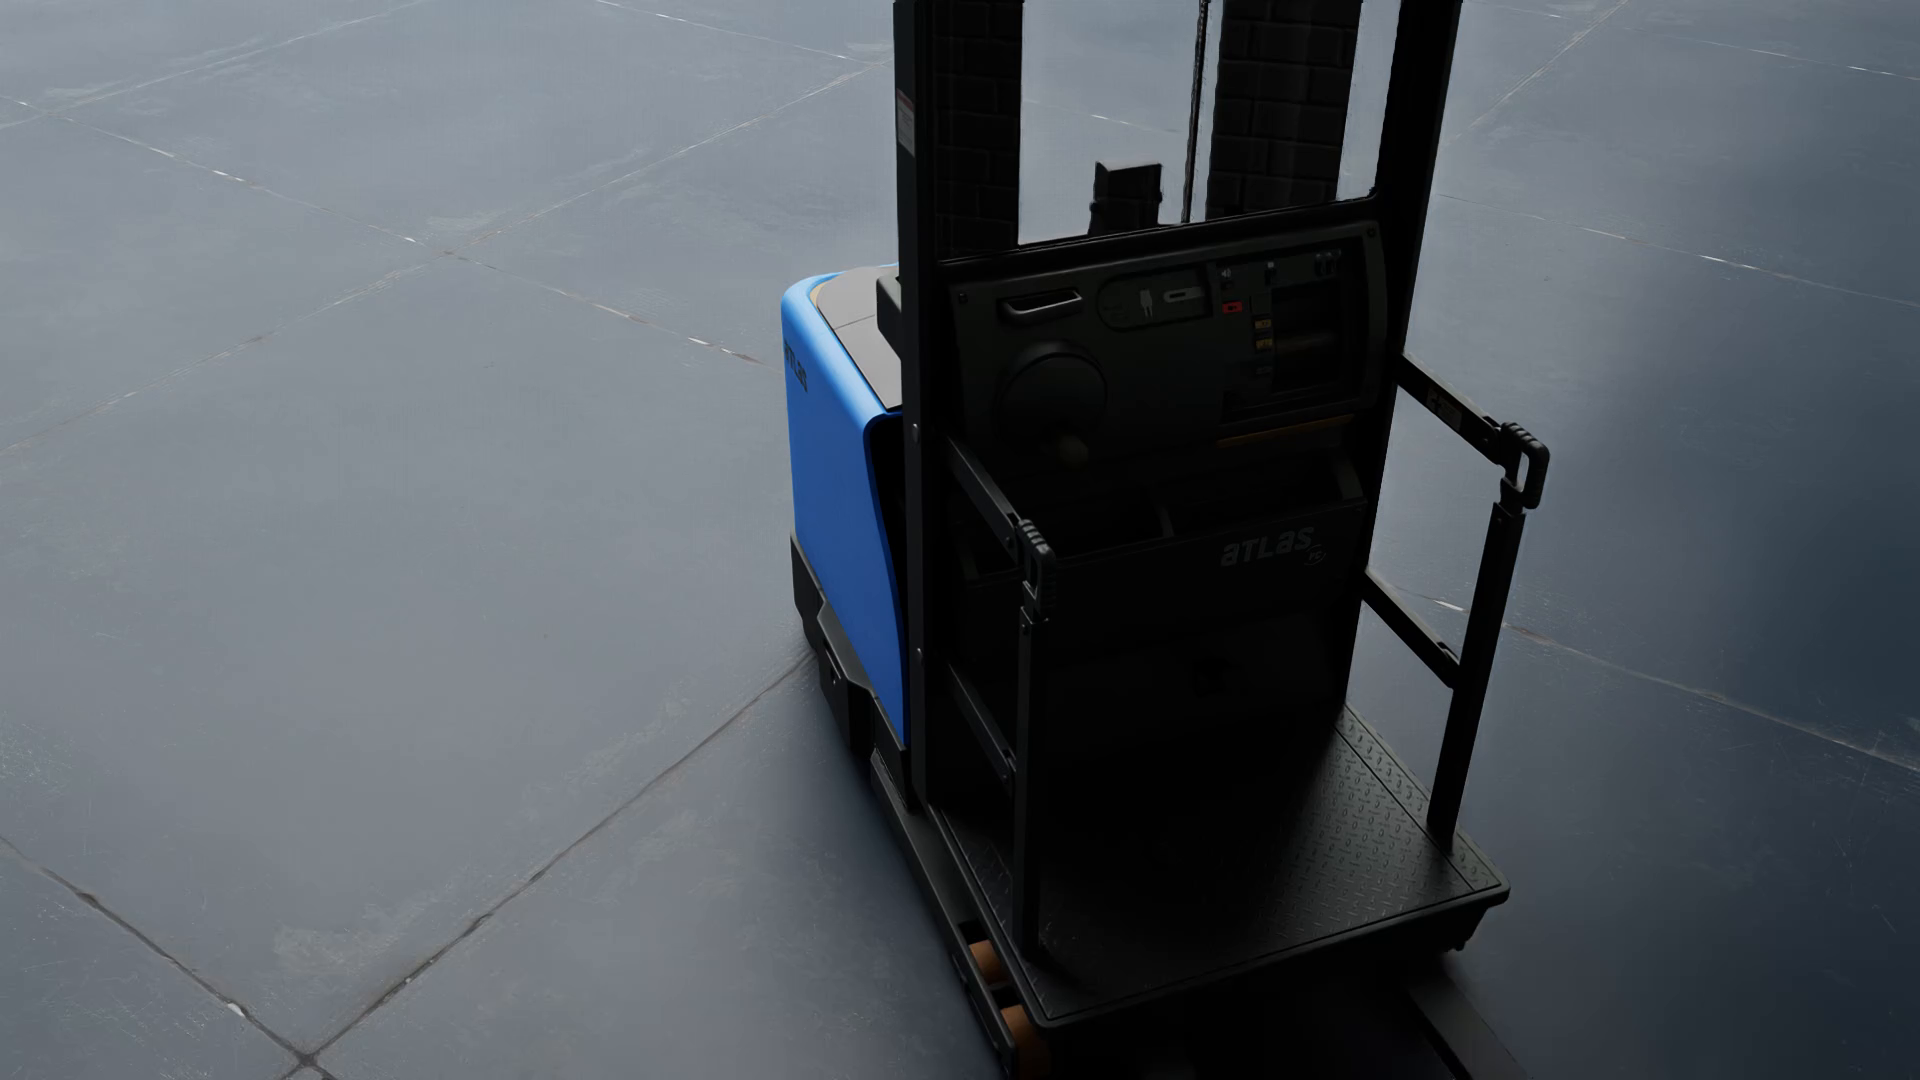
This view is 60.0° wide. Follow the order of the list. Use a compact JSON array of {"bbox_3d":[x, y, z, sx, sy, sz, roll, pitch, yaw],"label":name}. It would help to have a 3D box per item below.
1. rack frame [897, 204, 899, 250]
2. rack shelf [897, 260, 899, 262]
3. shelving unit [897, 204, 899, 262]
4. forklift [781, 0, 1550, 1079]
[{"bbox_3d":[-0.074,-0.468,4.870,0.240,1.200,0.006,21,40,29],"label":"rack frame"},{"bbox_3d":[-0.022,-0.772,4.755,0.258,0.103,0.180,21,40,29],"label":"rack shelf"},{"bbox_3d":[-0.021,-0.510,4.932,0.258,1.200,0.189,21,40,29],"label":"shelving unit"},{"bbox_3d":[0.502,-0.325,3.114,1.130,2.935,3.031,-12,36,-17],"label":"forklift"}]
